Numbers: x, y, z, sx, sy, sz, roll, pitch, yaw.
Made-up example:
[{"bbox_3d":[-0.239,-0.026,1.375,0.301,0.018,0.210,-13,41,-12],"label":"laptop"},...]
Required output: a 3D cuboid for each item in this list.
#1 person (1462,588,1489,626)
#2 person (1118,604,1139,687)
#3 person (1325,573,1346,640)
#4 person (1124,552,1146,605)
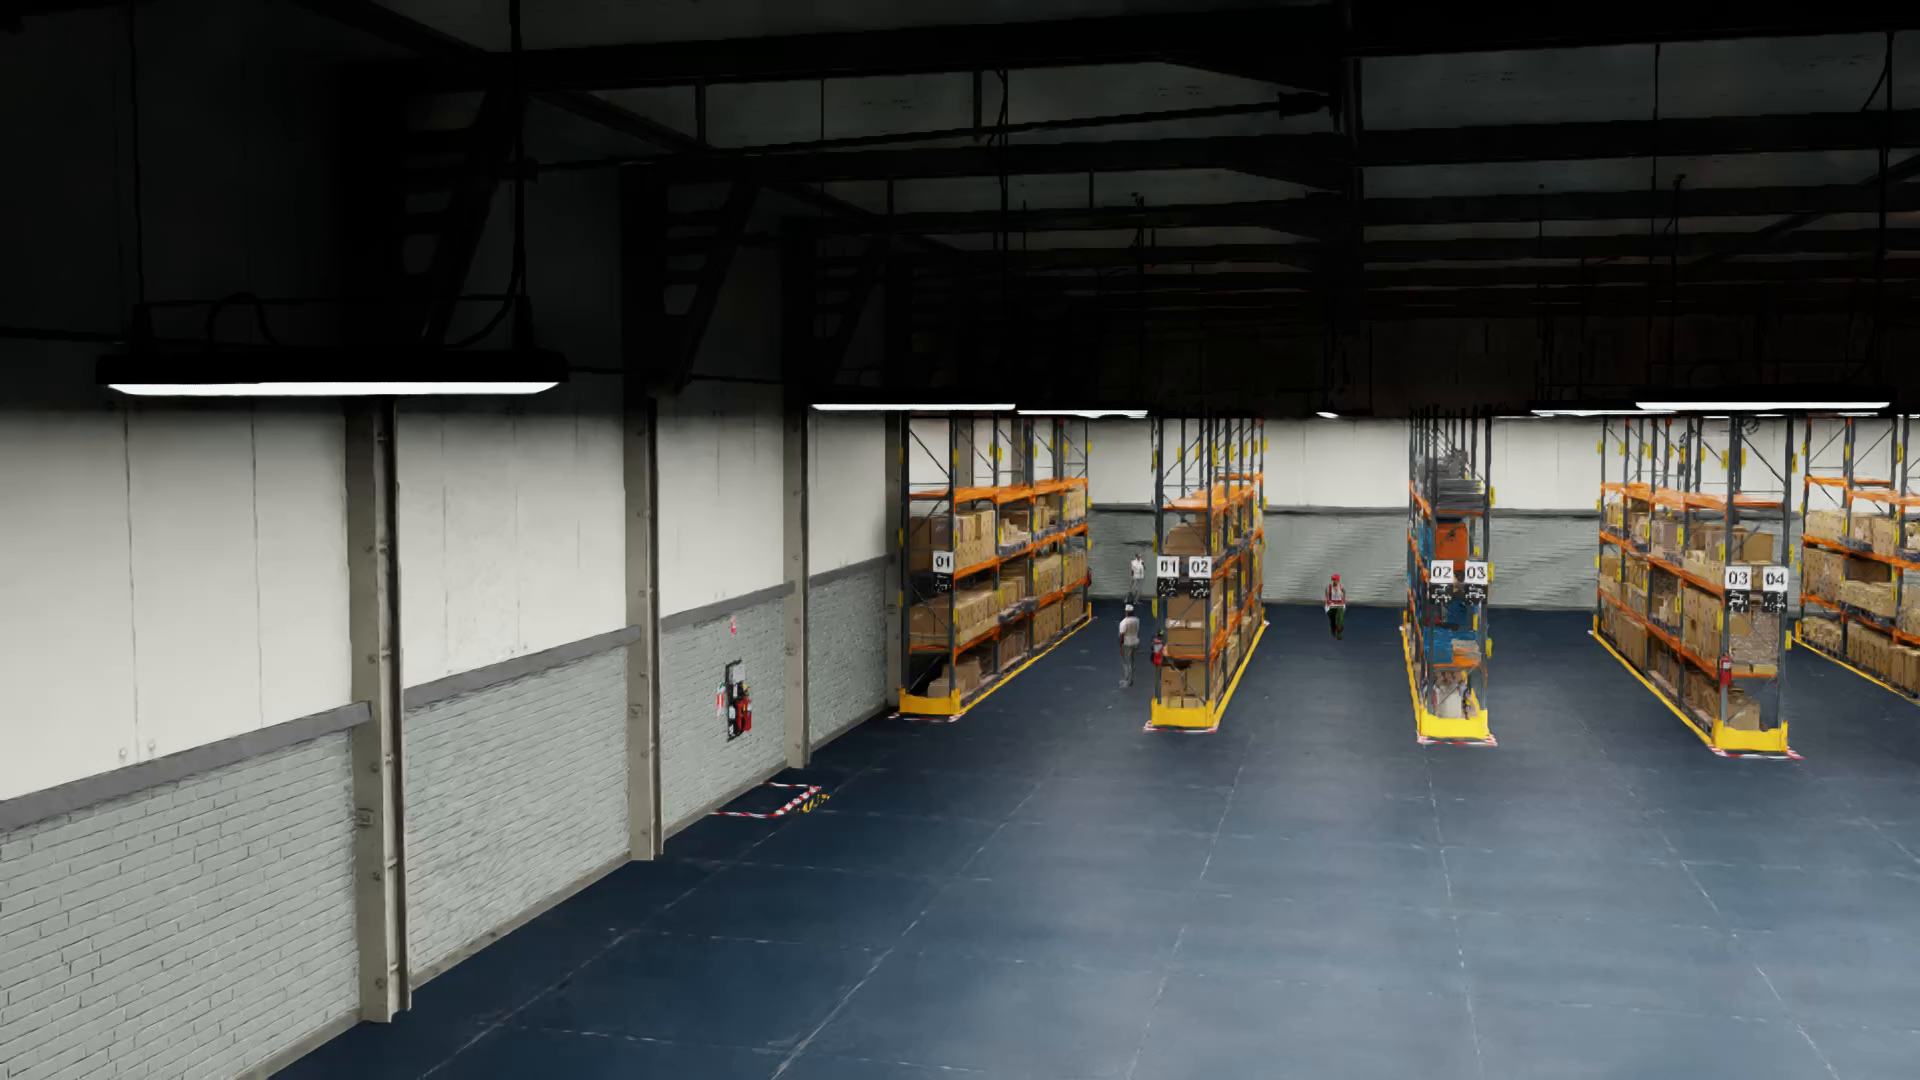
[{"bbox_3d":[14.245,1.559,46.205,0.706,1.693,0.827,0,4,-5],"label":"person"},{"bbox_3d":[3.587,2.257,35.805,0.502,1.764,0.624,4,6,45],"label":"person"},{"bbox_3d":[9.853,1.724,43.654,0.553,1.709,1.123,1,4,16],"label":"person"},{"bbox_3d":[5.425,1.186,51.700,0.628,1.657,0.497,-2,5,-26],"label":"person"}]
